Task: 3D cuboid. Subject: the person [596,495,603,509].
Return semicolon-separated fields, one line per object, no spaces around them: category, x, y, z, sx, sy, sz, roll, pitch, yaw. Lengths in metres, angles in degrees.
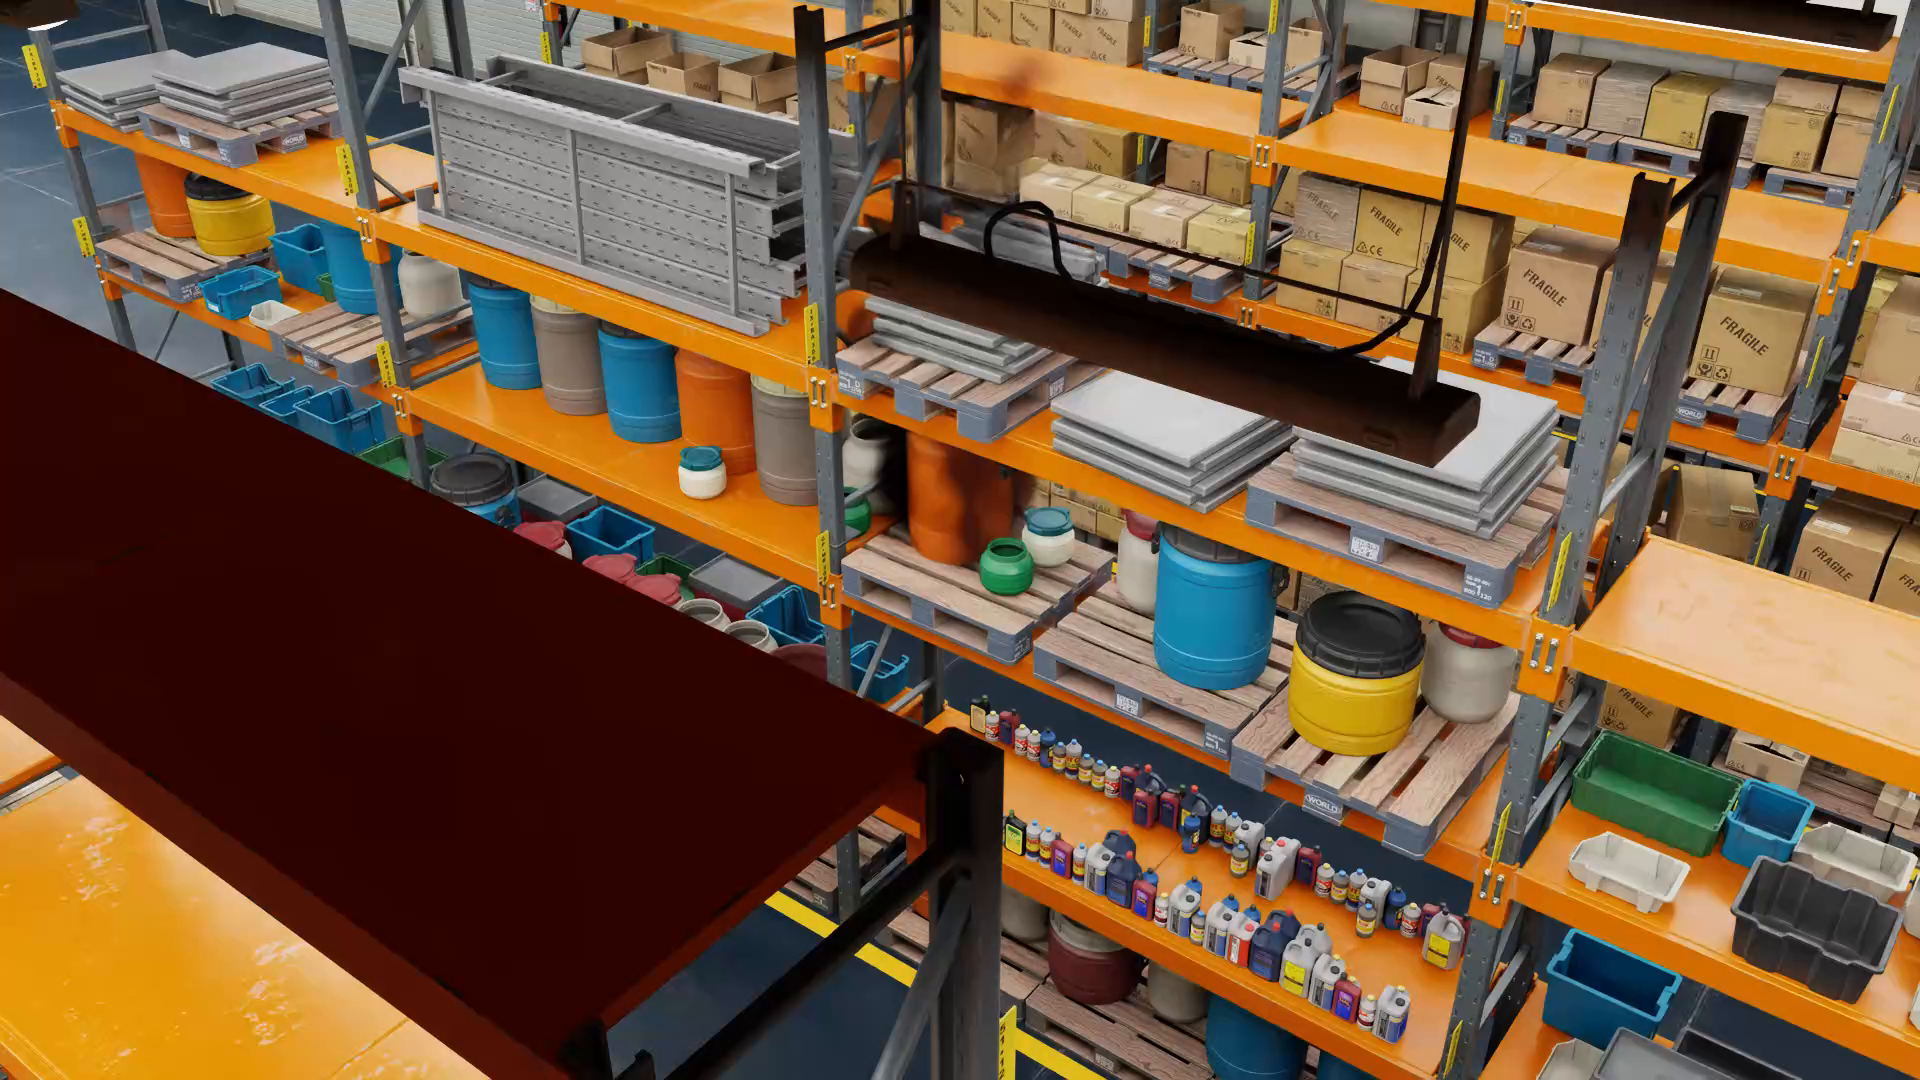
person;-3.178;-0.556;14.519;0.808;1.766;0.726;24;39;34
